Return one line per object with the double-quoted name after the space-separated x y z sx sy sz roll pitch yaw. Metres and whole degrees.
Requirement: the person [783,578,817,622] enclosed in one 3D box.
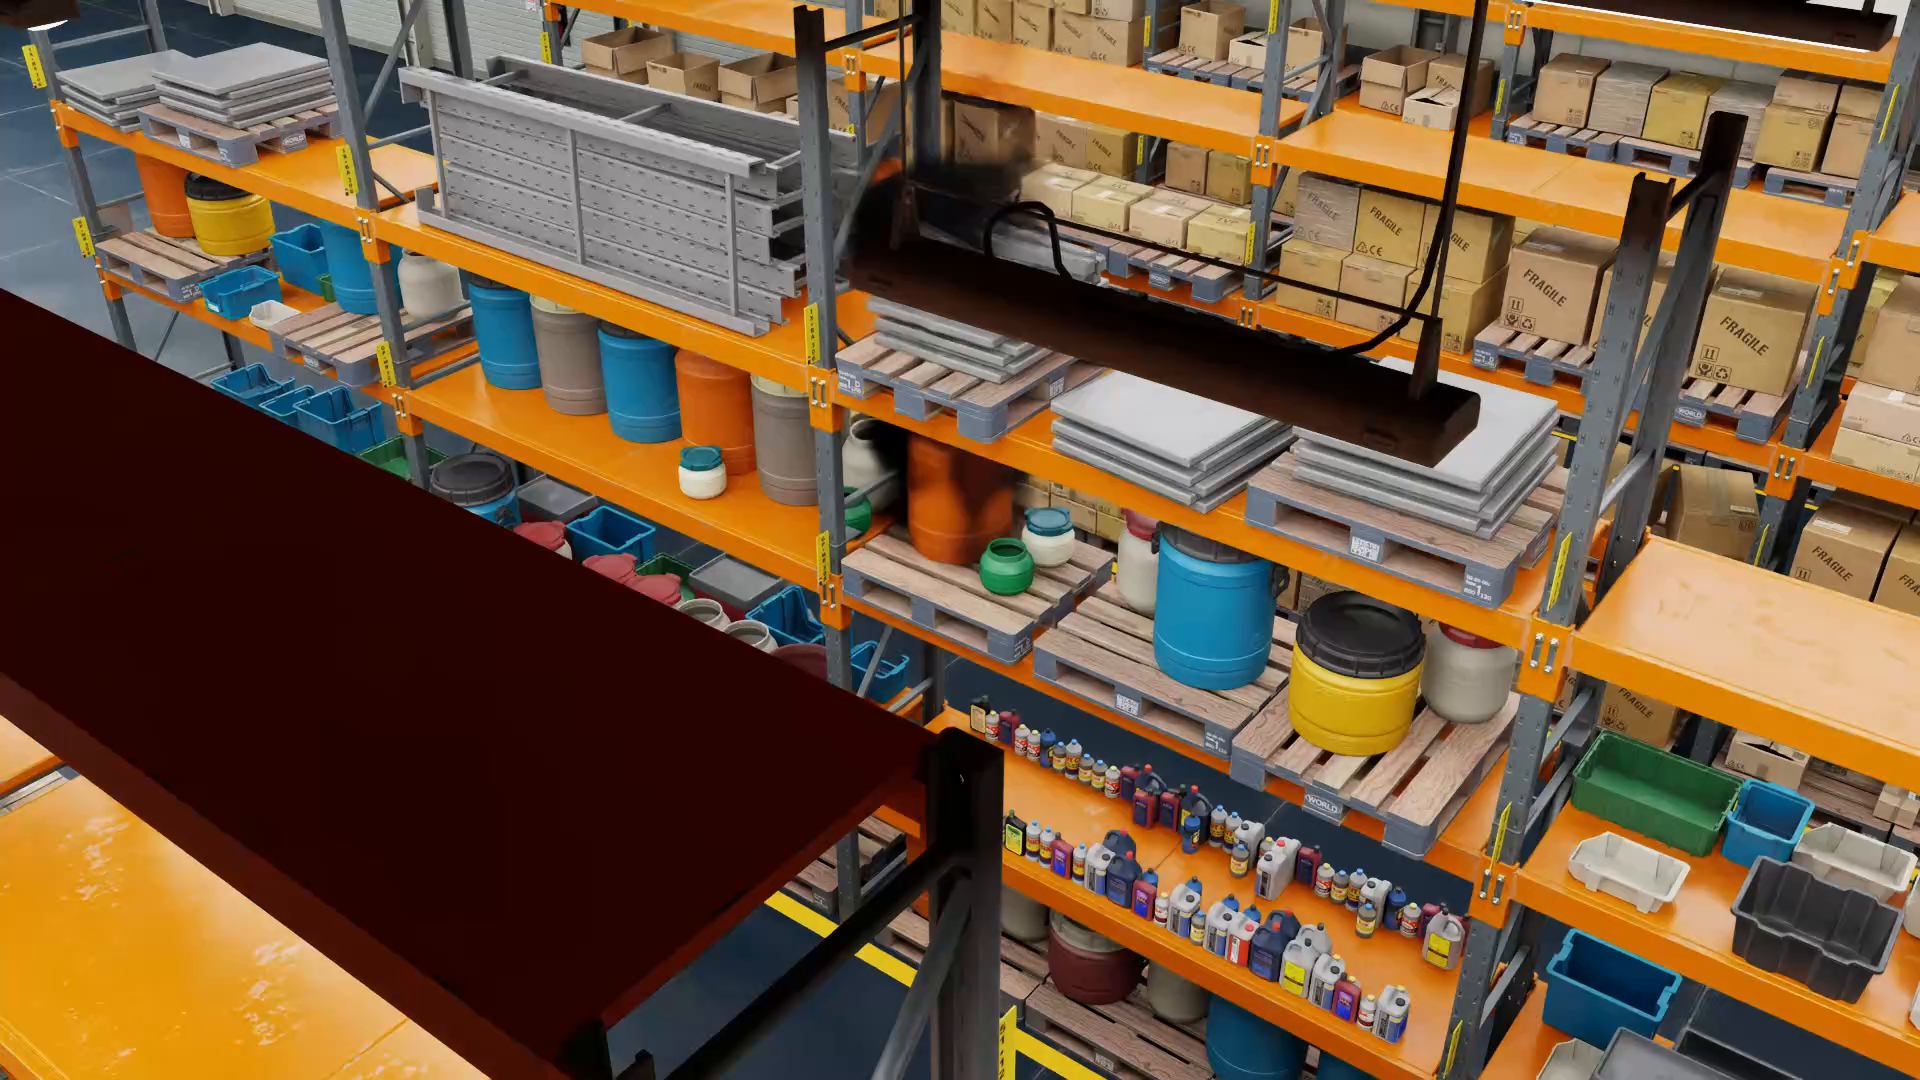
-1.422 0.127 13.390 0.812 1.755 0.733 21 37 30 "person"
